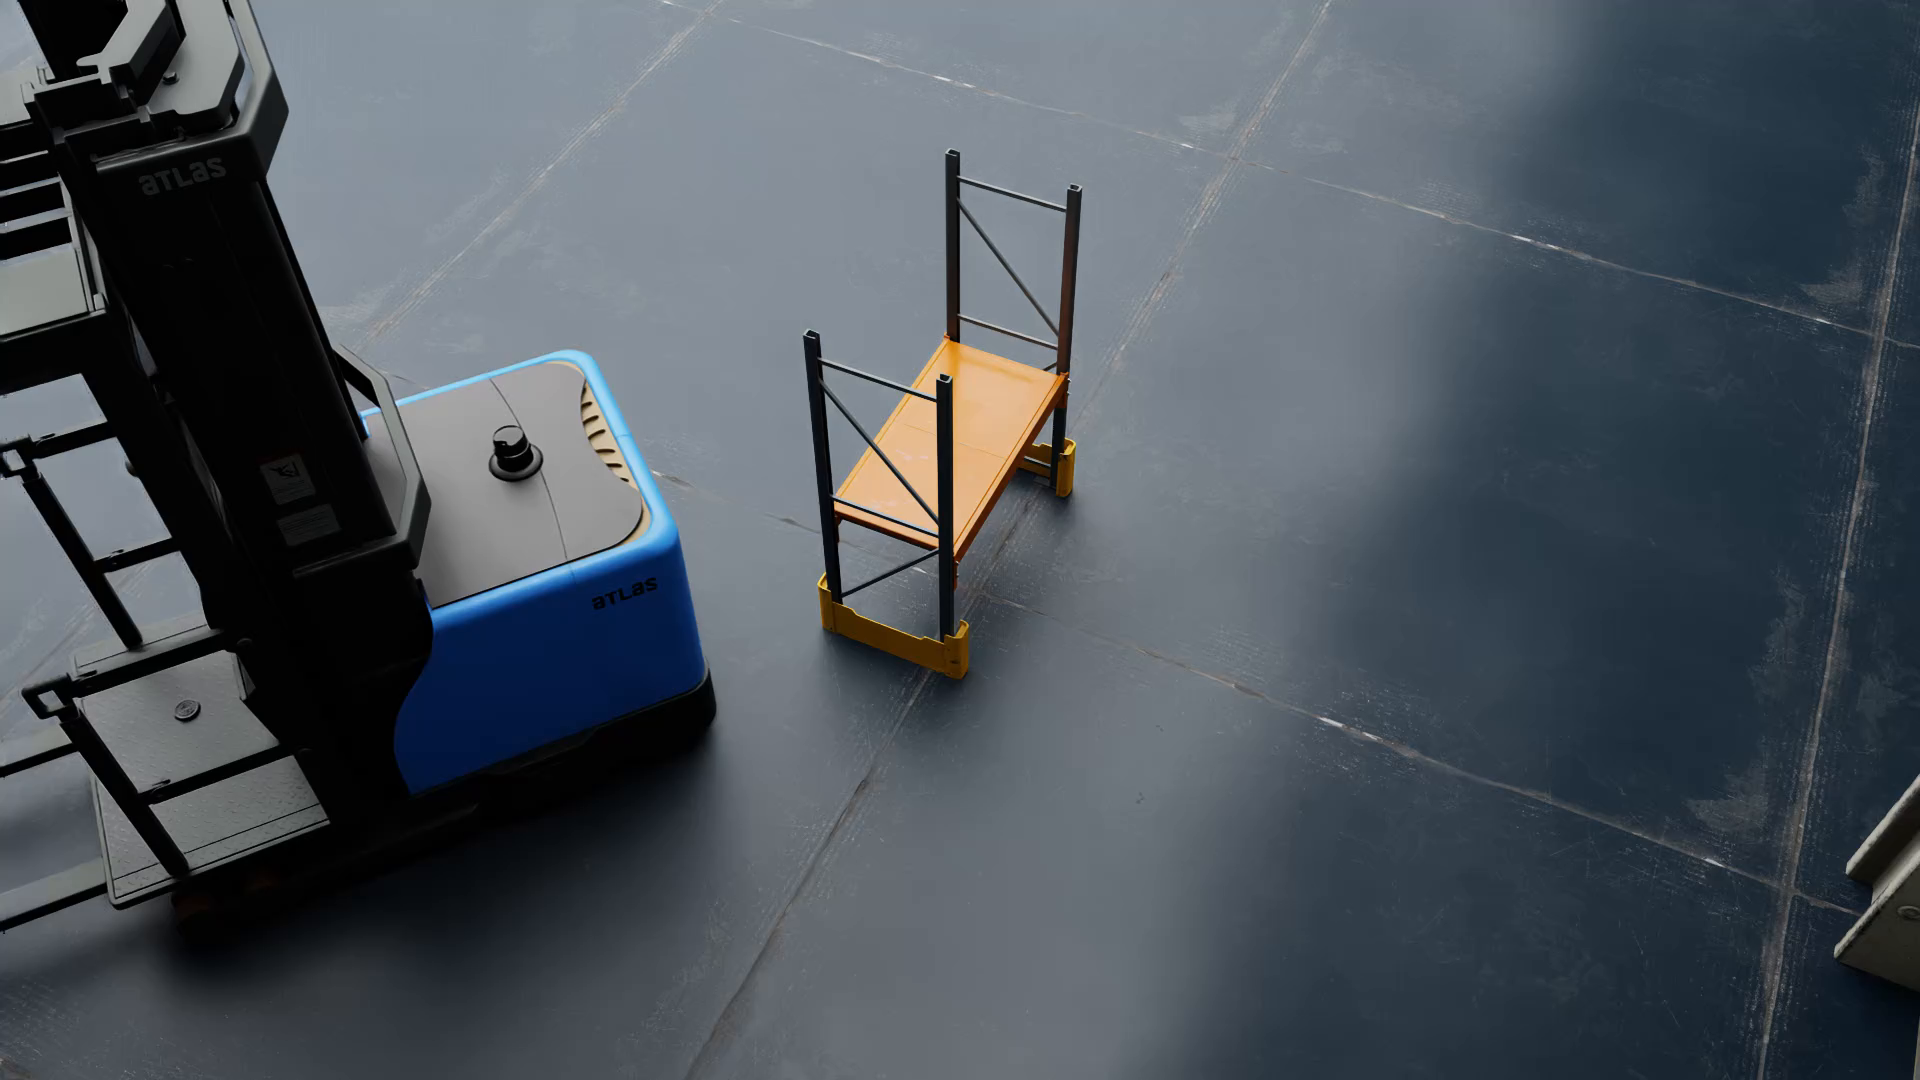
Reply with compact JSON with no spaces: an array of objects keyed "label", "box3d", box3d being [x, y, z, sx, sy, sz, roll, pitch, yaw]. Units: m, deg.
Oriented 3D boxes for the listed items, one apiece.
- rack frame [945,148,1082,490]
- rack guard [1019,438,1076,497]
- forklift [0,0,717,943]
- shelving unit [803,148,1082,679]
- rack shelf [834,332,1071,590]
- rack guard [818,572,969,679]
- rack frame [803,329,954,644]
[{"label":"rack frame","box3d":[0.181,-0.777,6.242,0.500,1.500,0.032,20,52,16]},{"label":"rack guard","box3d":[0.180,-0.371,6.717,0.587,0.250,0.087,20,52,16]},{"label":"forklift","box3d":[-2.428,-0.114,4.738,3.031,2.935,1.130,-20,53,-16]},{"label":"shelving unit","box3d":[-0.033,-0.434,5.949,0.587,1.500,1.083,20,52,16]},{"label":"rack shelf","box3d":[-0.036,-0.311,6.081,0.538,0.185,1.000,20,52,16]},{"label":"rack guard","box3d":[-0.245,0.314,6.133,0.587,0.250,0.087,20,52,16]},{"label":"rack frame","box3d":[-0.254,-0.077,5.646,0.500,1.500,0.032,20,52,16]}]
